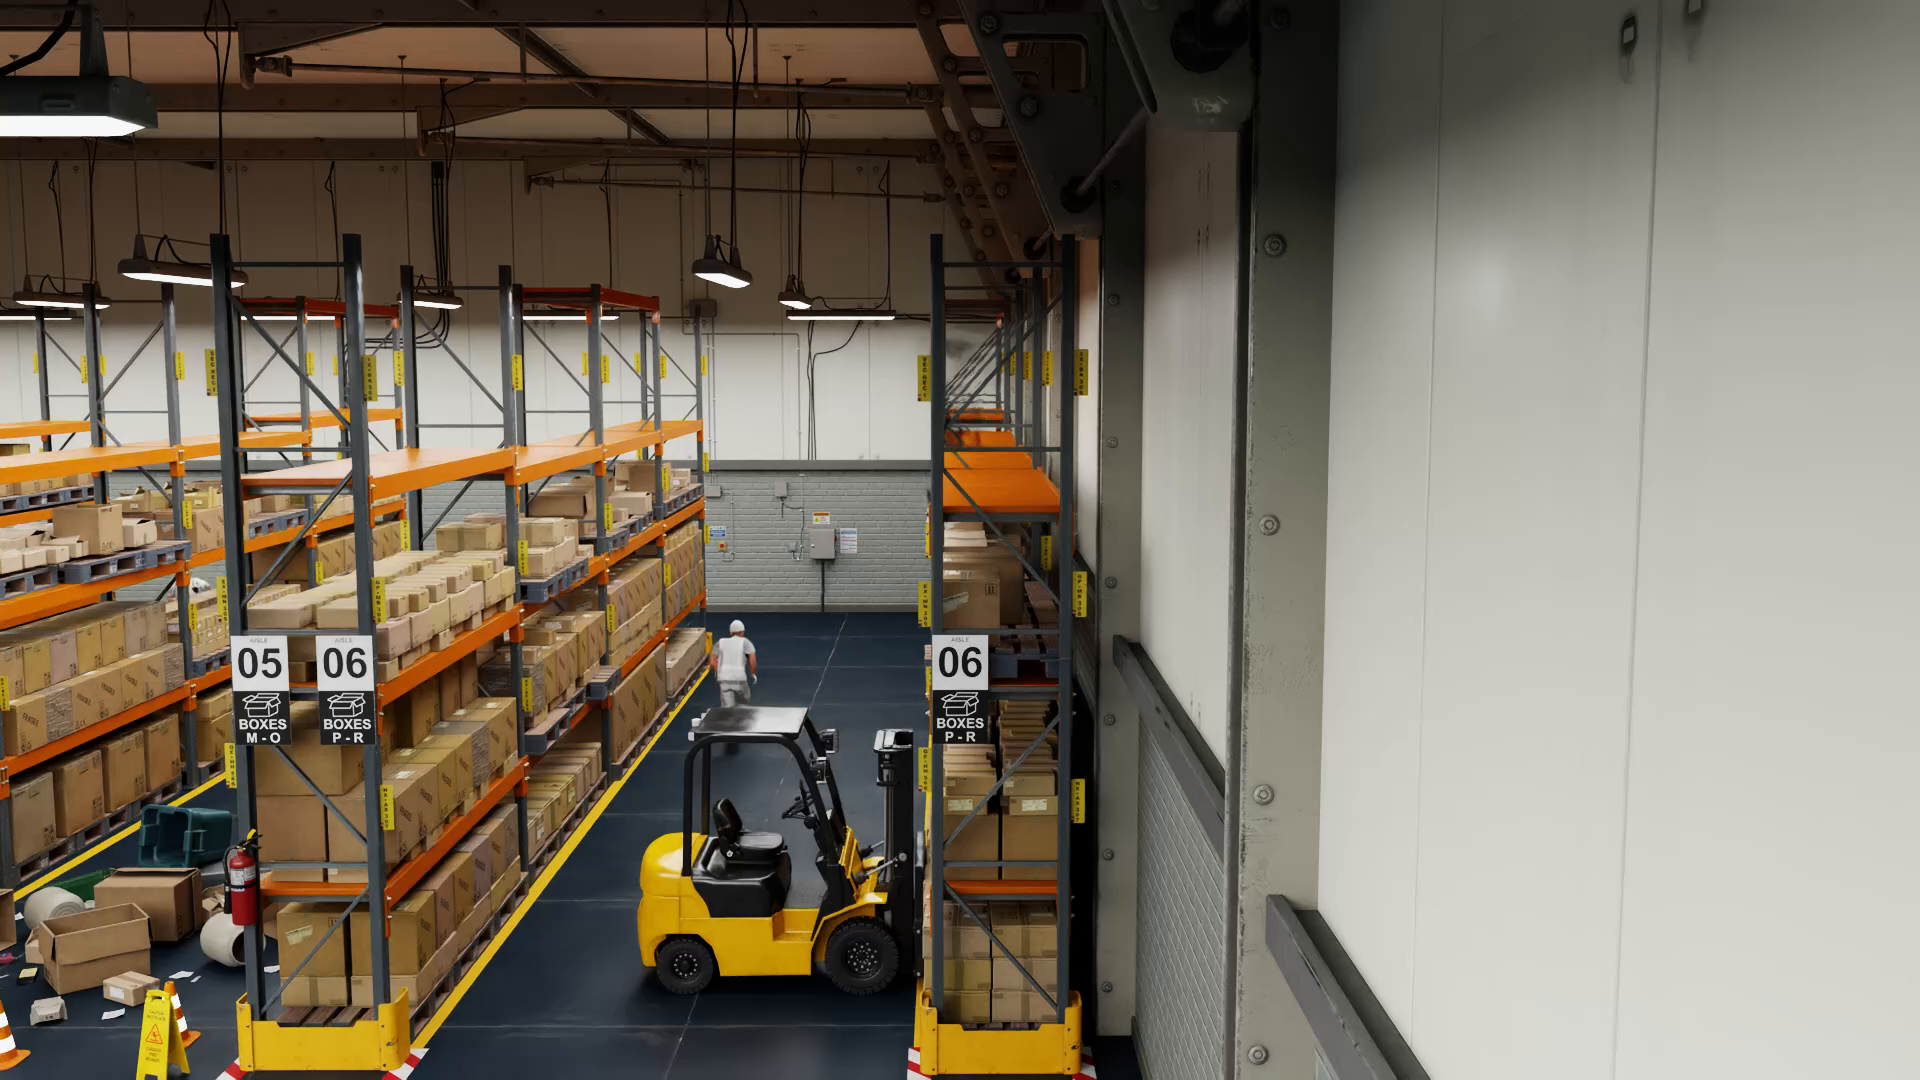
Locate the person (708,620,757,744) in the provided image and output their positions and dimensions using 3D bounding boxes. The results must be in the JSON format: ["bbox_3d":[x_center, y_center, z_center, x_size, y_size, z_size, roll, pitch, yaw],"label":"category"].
[{"bbox_3d":[-3.055,1.939,22.171,0.668,1.627,1.087,1,6,6],"label":"person"}]

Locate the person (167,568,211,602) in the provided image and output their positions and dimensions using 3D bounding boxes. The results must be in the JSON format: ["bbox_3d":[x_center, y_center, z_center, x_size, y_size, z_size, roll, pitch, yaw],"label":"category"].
[{"bbox_3d":[-12.934,1.252,27.899,0.648,1.719,0.698,-2,7,-14],"label":"person"}]
